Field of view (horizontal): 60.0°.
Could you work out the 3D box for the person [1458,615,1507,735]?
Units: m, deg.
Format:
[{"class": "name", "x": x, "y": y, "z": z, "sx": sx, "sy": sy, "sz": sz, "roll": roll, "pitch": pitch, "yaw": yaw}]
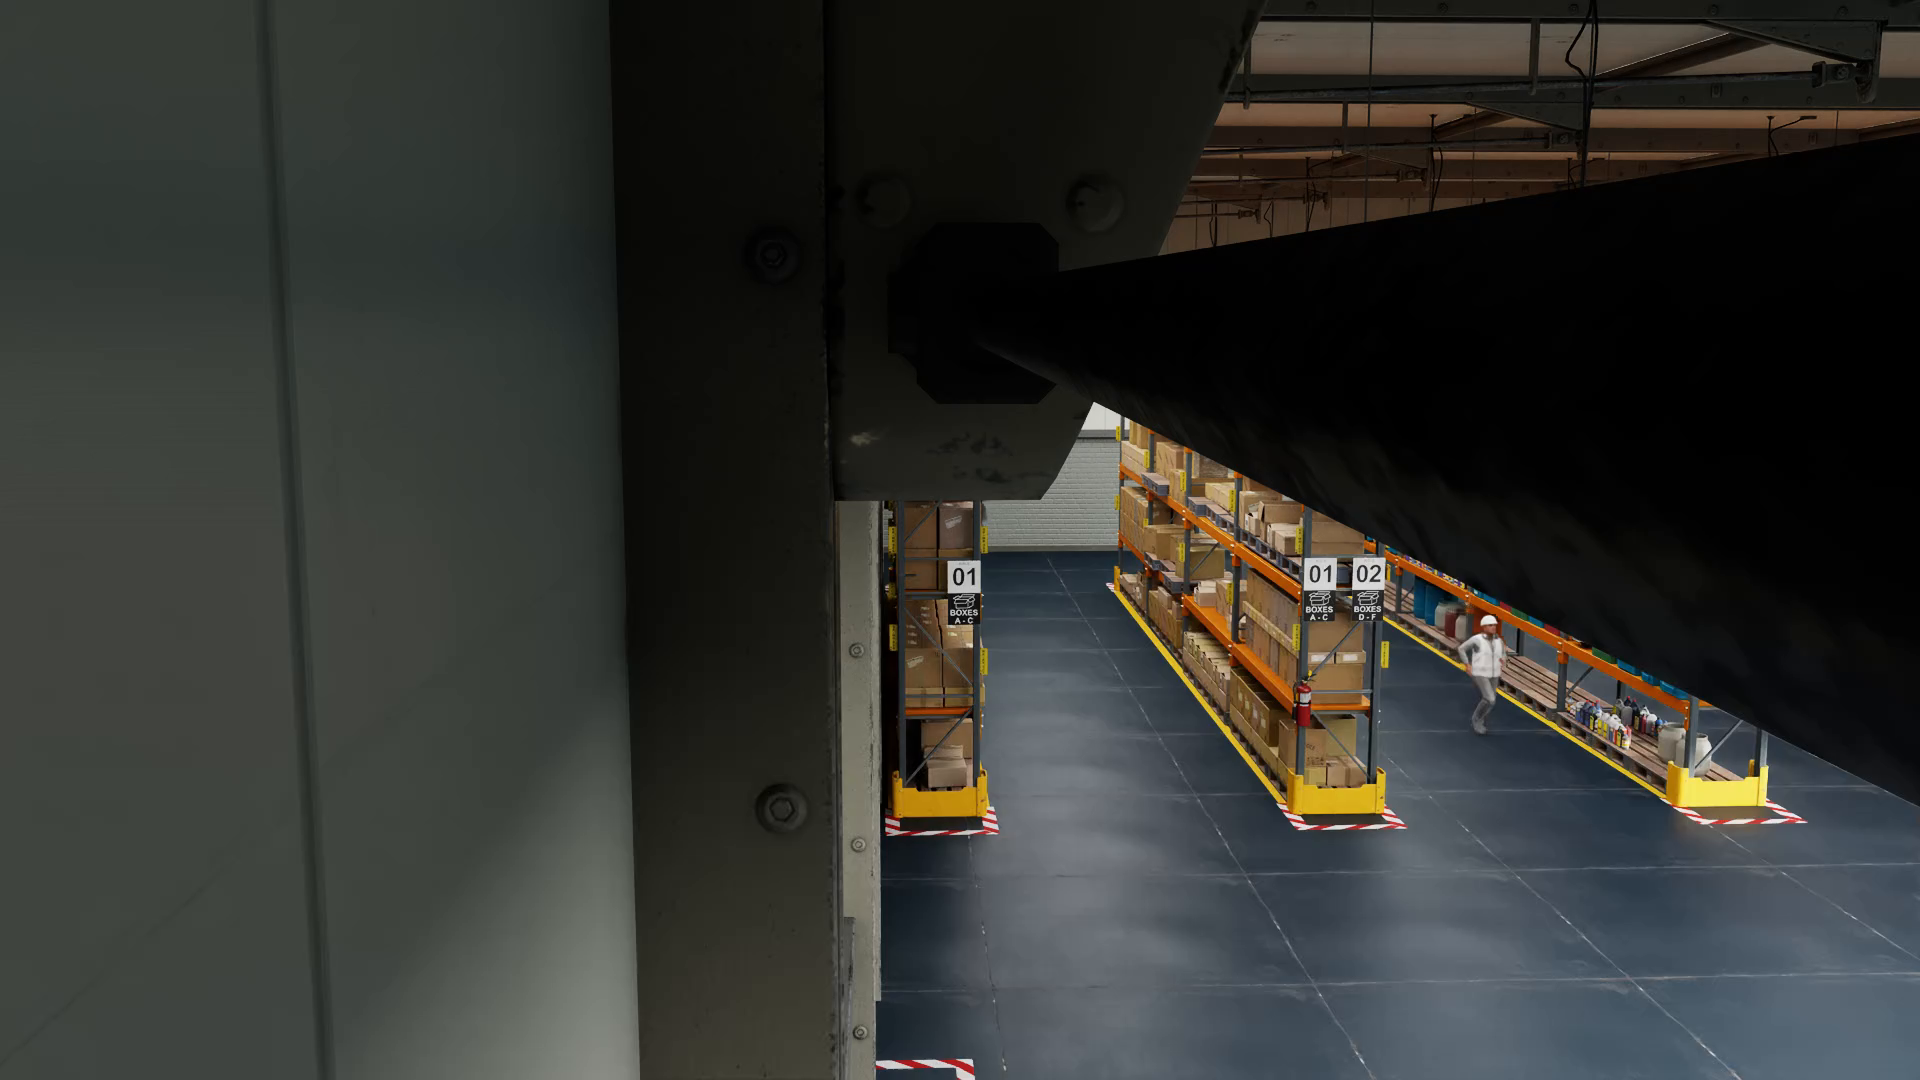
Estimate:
[{"class": "person", "x": 7.694, "y": 1.972, "z": 24.265, "sx": 0.644, "sy": 1.751, "sz": 0.642, "roll": -3, "pitch": 9, "yaw": -21}]
